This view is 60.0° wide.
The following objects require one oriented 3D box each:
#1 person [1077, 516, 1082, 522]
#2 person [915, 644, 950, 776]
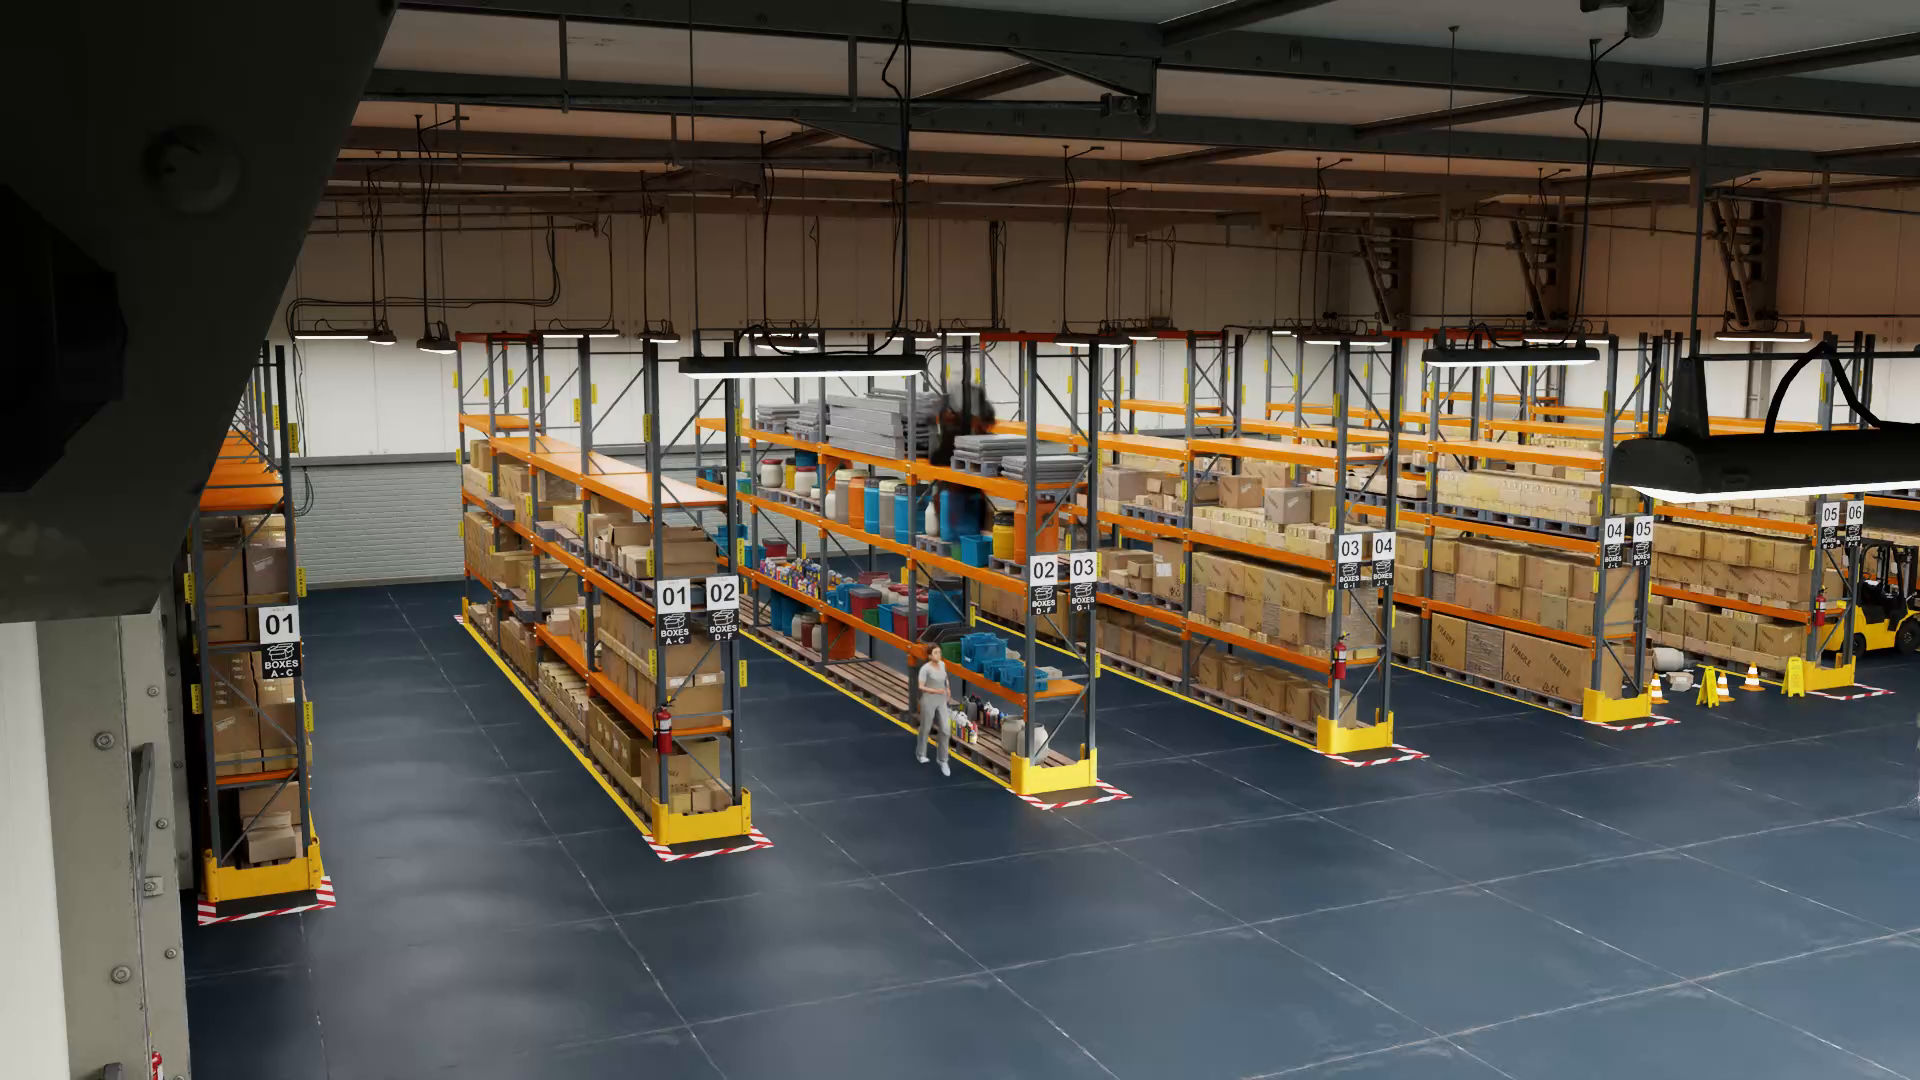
[{"bbox_3d":[2.879,-0.032,41.655,0.491,1.546,0.579,-3,8,-23],"label":"person"},{"bbox_3d":[-0.329,2.258,22.224,0.585,1.784,0.708,-5,9,-35],"label":"person"}]
